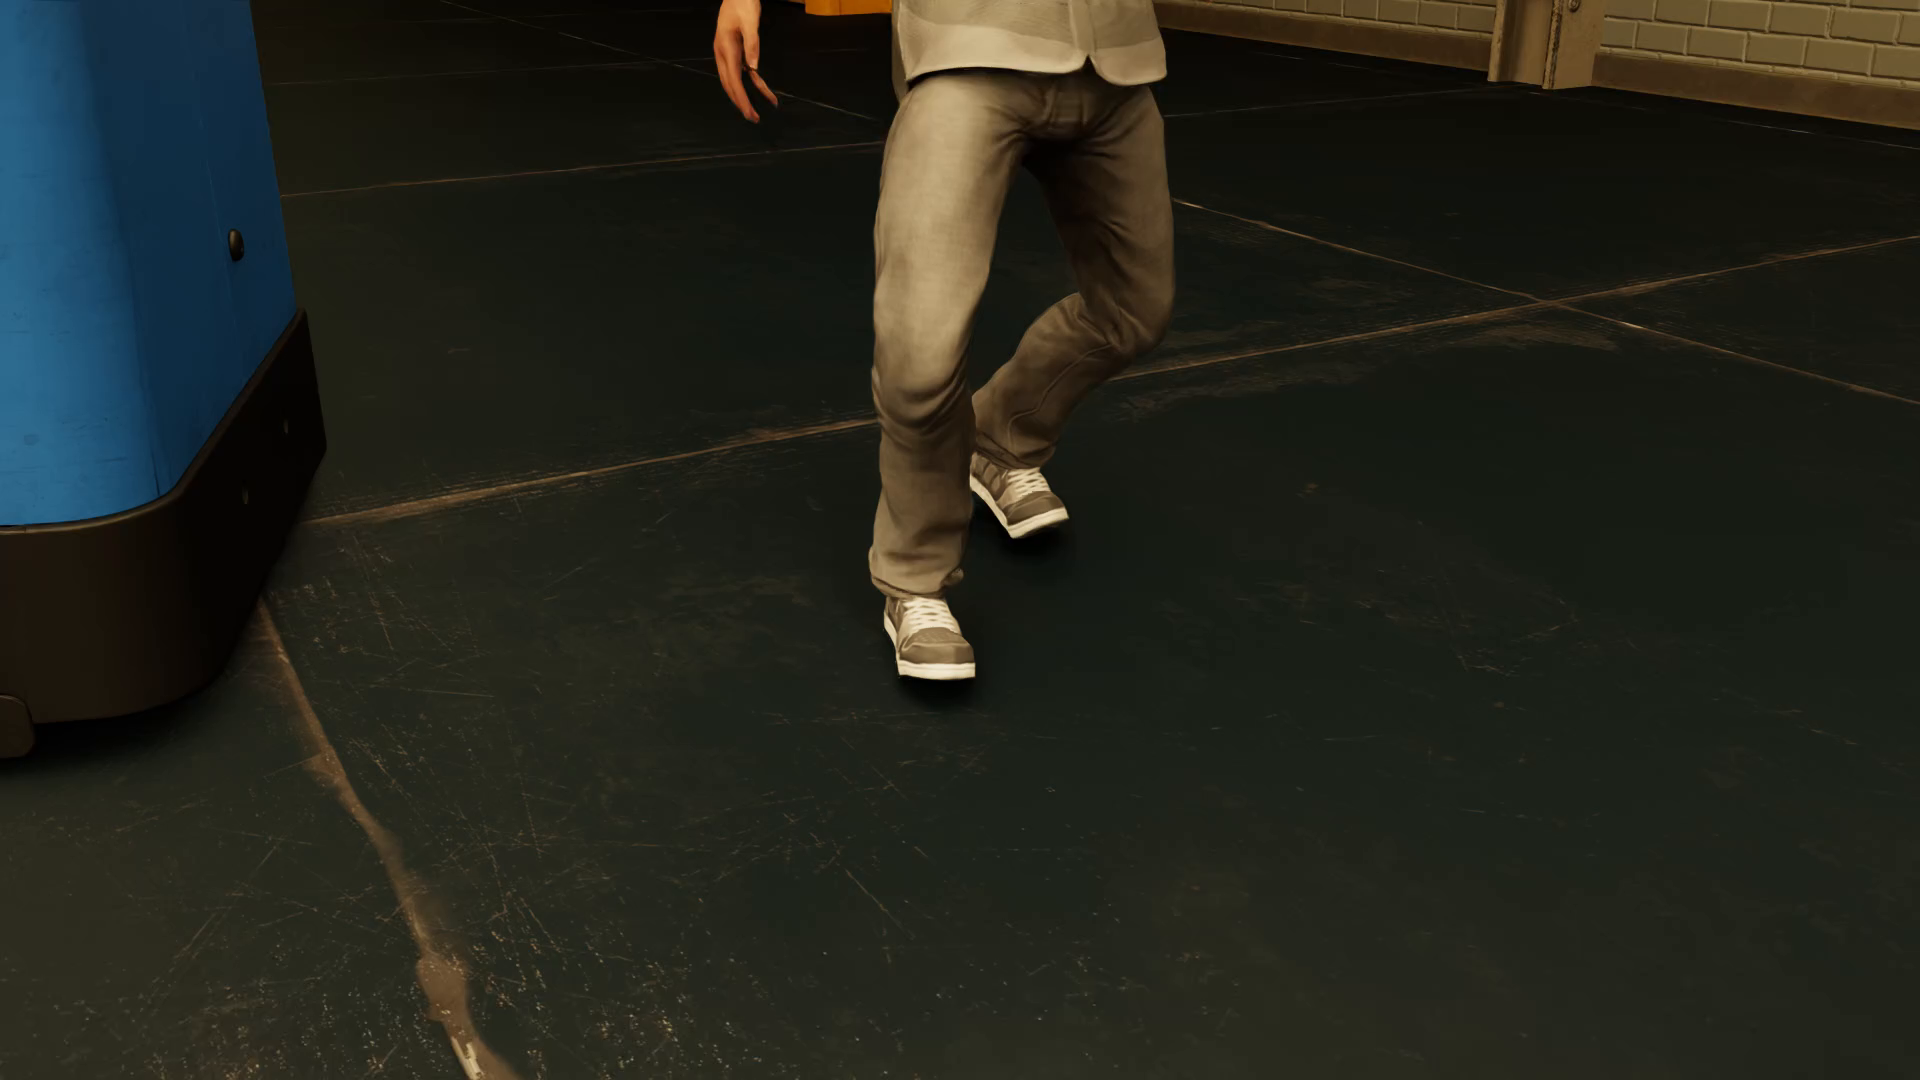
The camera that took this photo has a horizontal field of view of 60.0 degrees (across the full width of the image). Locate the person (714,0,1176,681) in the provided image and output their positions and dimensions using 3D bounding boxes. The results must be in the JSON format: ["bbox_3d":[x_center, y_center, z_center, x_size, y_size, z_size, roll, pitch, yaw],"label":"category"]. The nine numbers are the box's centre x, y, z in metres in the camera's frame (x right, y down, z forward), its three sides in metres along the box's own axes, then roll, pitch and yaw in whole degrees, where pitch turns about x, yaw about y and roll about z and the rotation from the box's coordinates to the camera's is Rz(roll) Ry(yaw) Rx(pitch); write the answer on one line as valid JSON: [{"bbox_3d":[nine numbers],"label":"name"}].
[{"bbox_3d":[0.024,-0.545,2.040,0.712,1.442,0.794,-16,27,-34],"label":"person"}]

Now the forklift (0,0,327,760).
[{"bbox_3d":[-2.481,-1.176,1.639,3.031,2.935,1.130,-4,23,-10],"label":"forklift"}]
